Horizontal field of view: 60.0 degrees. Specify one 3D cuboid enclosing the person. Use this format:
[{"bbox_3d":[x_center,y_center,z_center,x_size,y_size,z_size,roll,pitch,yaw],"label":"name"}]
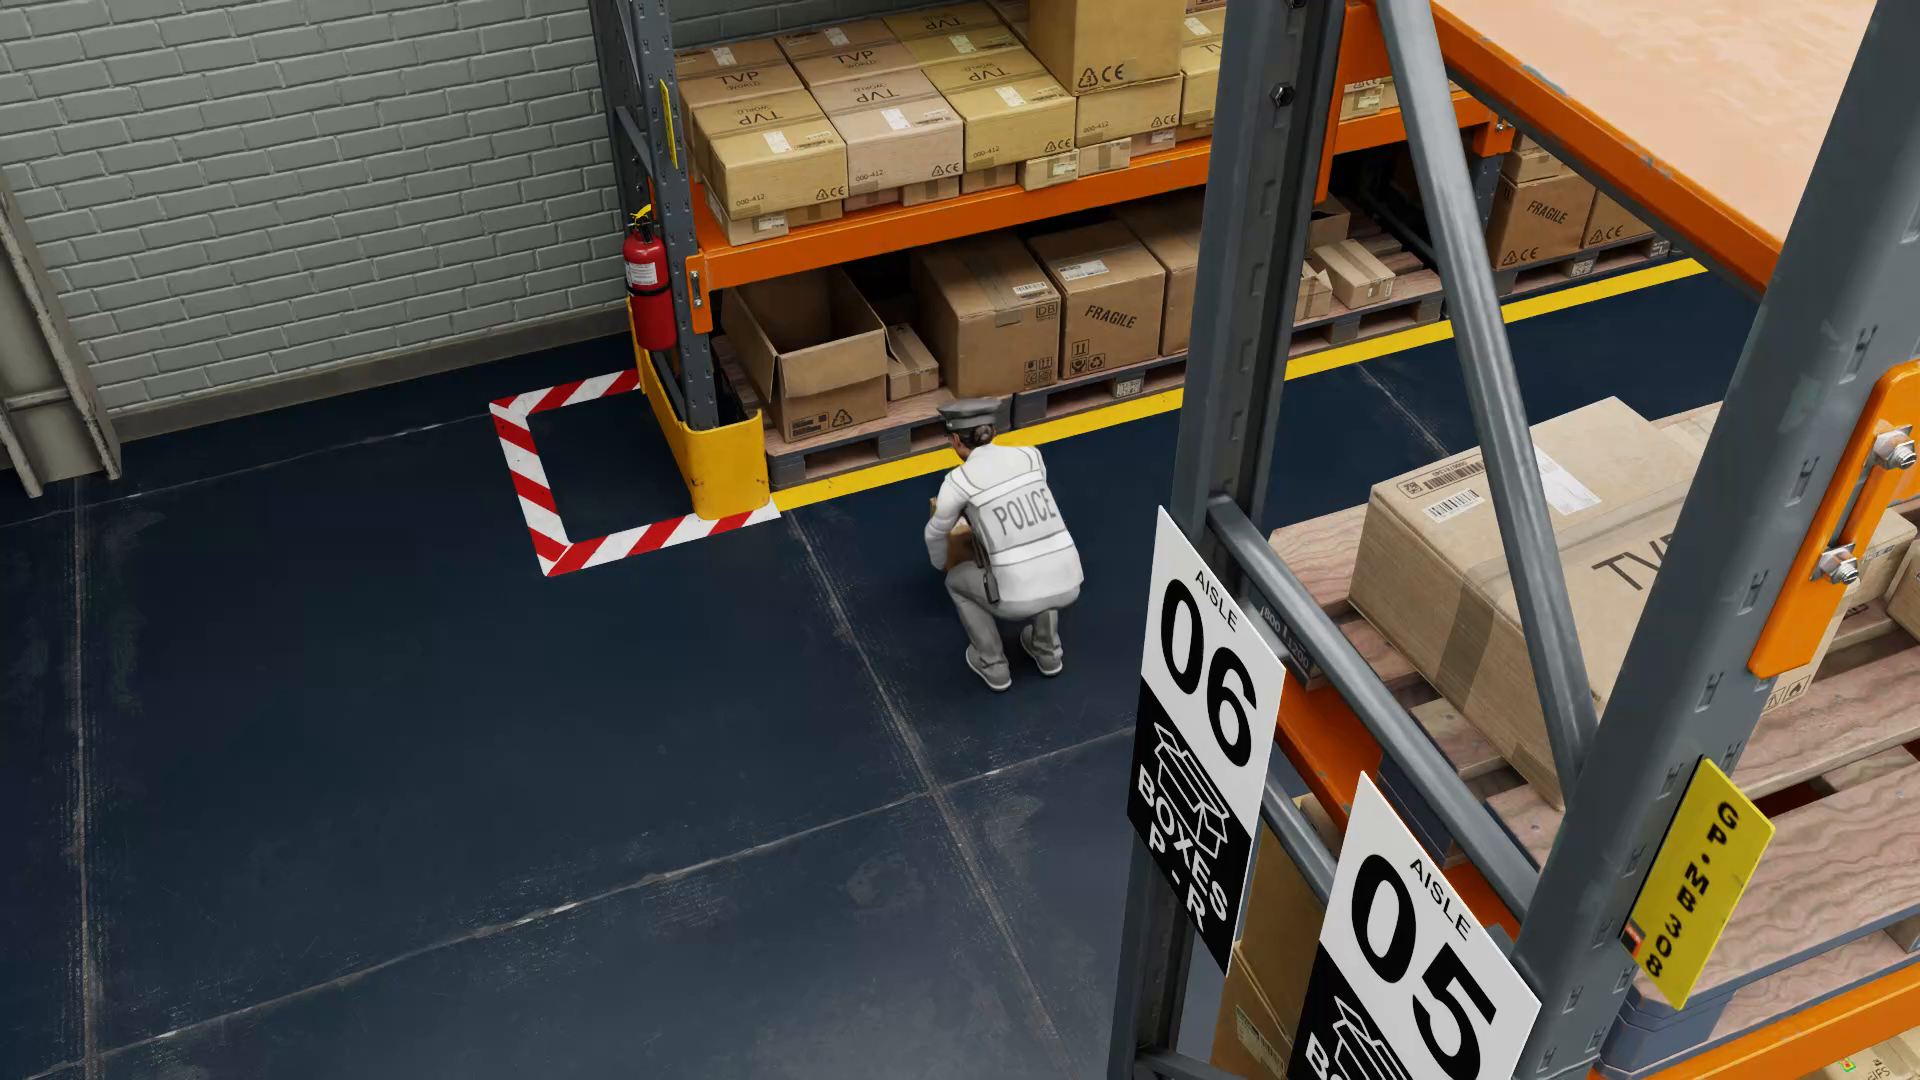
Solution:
[{"bbox_3d":[0.151,0.034,6.518,0.516,1.139,0.802,-16,44,-17],"label":"person"}]
